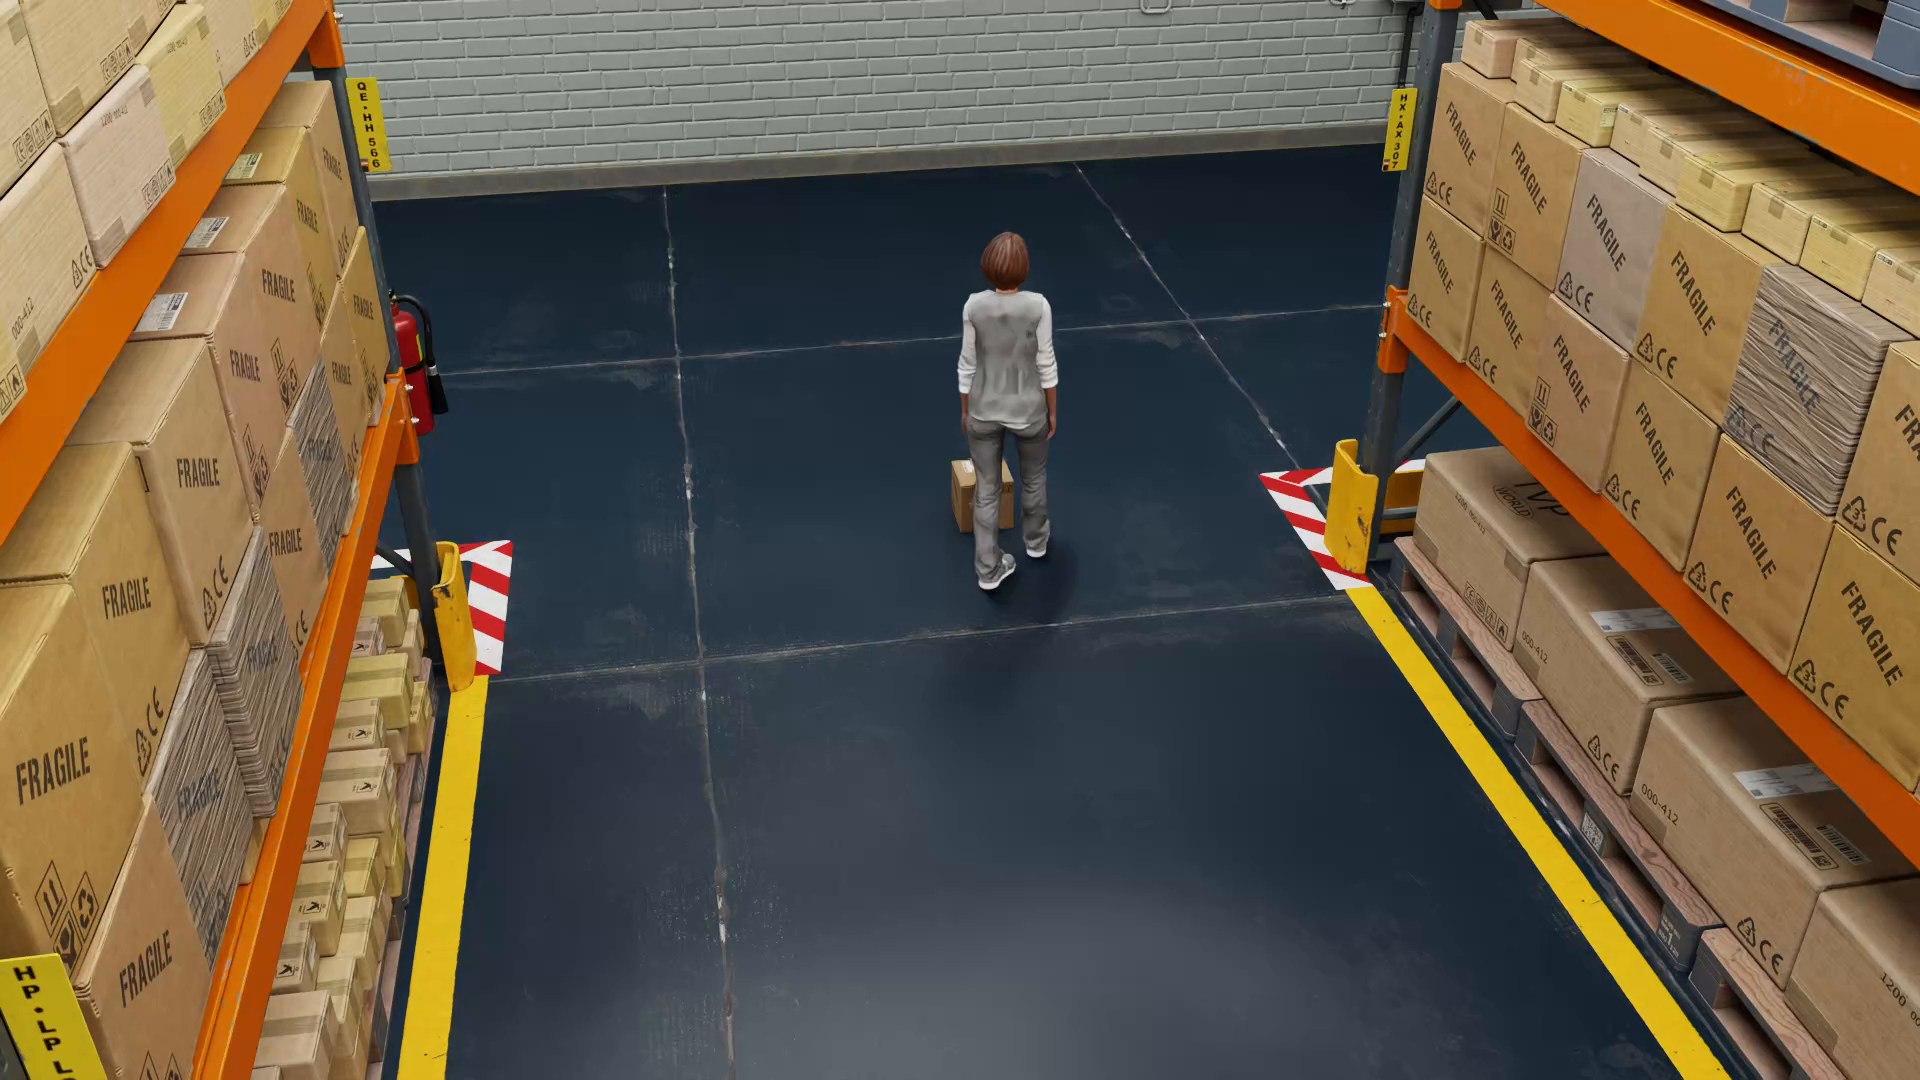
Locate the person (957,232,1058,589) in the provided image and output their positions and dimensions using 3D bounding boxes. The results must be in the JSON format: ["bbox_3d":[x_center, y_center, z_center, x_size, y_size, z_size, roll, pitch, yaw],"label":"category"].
[{"bbox_3d":[0.207,-0.583,7.099,0.421,1.592,0.583,3,31,5],"label":"person"}]
